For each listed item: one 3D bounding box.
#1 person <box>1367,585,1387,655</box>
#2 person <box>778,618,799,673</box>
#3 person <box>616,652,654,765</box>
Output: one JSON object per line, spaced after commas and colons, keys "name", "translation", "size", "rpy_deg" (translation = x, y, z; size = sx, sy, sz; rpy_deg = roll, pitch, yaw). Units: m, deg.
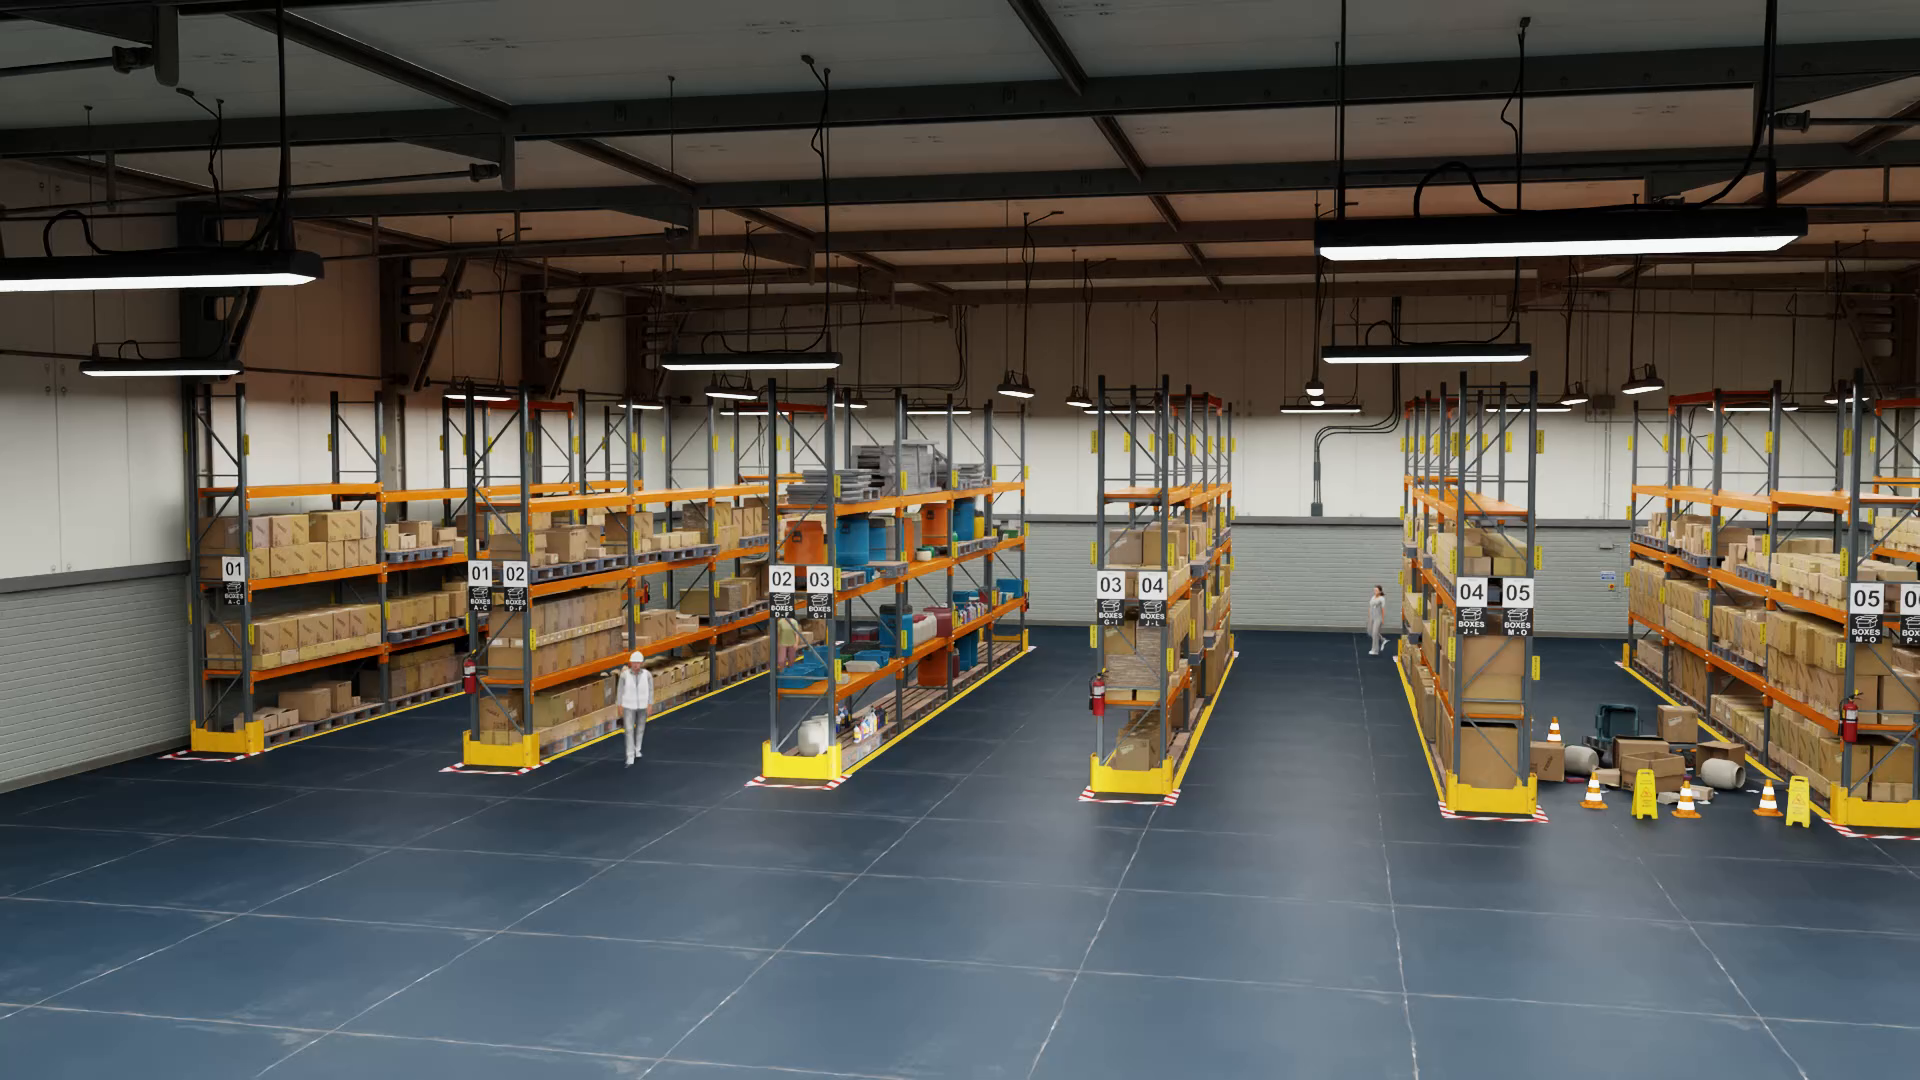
{"name": "person", "translation": [9.958, 1.891, 39.572], "size": [0.670, 1.650, 0.462], "rpy_deg": [-2, 4, -30]}
{"name": "person", "translation": [-3.532, 2.223, 34.196], "size": [0.466, 1.687, 0.690], "rpy_deg": [-1, 3, -10]}
{"name": "person", "translation": [-5.097, 2.615, 26.180], "size": [0.558, 1.718, 0.986], "rpy_deg": [-1, 4, -24]}
